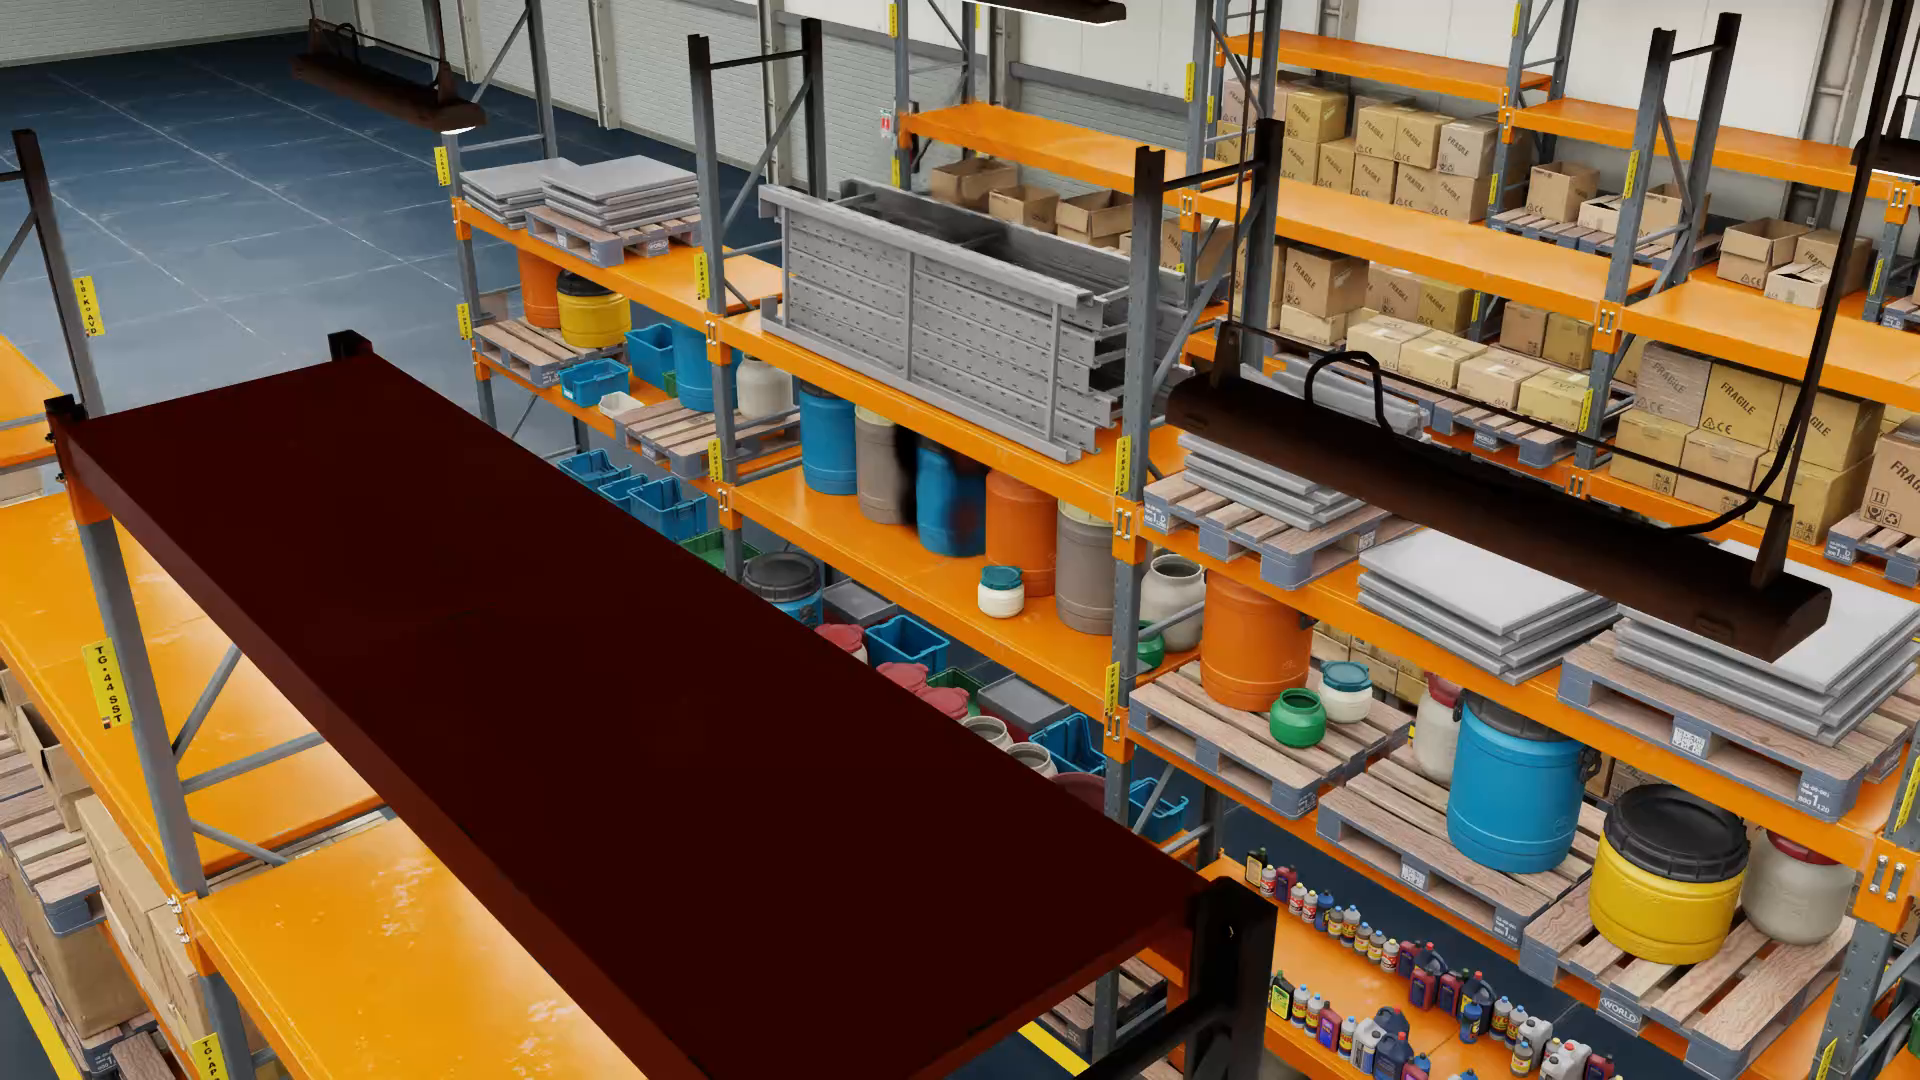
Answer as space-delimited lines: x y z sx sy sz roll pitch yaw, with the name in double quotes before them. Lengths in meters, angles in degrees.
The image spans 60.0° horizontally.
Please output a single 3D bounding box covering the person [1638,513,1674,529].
"person" 6.413 0.132 15.388 0.644 1.742 0.651 21 34 36
